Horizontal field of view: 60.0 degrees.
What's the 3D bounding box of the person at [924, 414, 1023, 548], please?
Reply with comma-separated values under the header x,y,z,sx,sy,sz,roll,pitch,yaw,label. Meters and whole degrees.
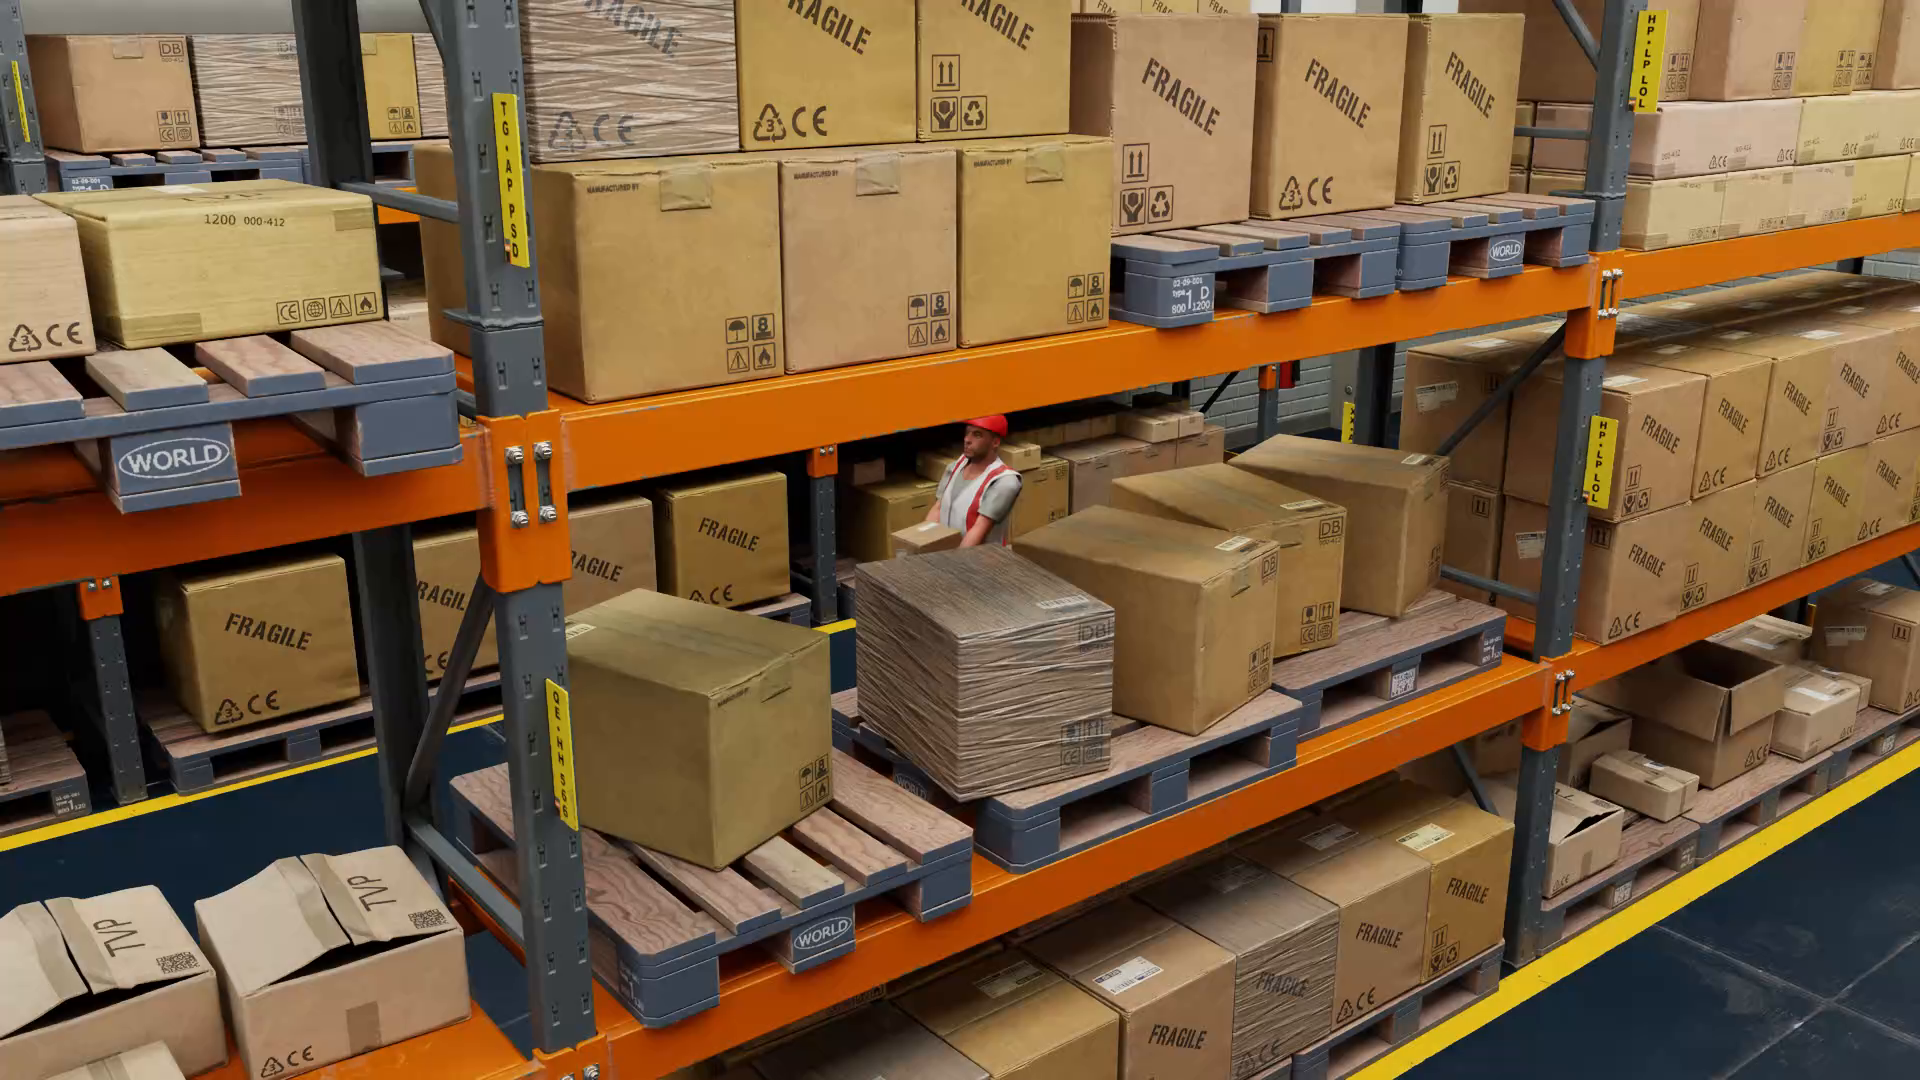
x,y,z,sx,sy,sz,roll,pitch,yaw,label
-0.009,0.210,8.356,0.564,1.782,0.493,-13,22,-36,person
